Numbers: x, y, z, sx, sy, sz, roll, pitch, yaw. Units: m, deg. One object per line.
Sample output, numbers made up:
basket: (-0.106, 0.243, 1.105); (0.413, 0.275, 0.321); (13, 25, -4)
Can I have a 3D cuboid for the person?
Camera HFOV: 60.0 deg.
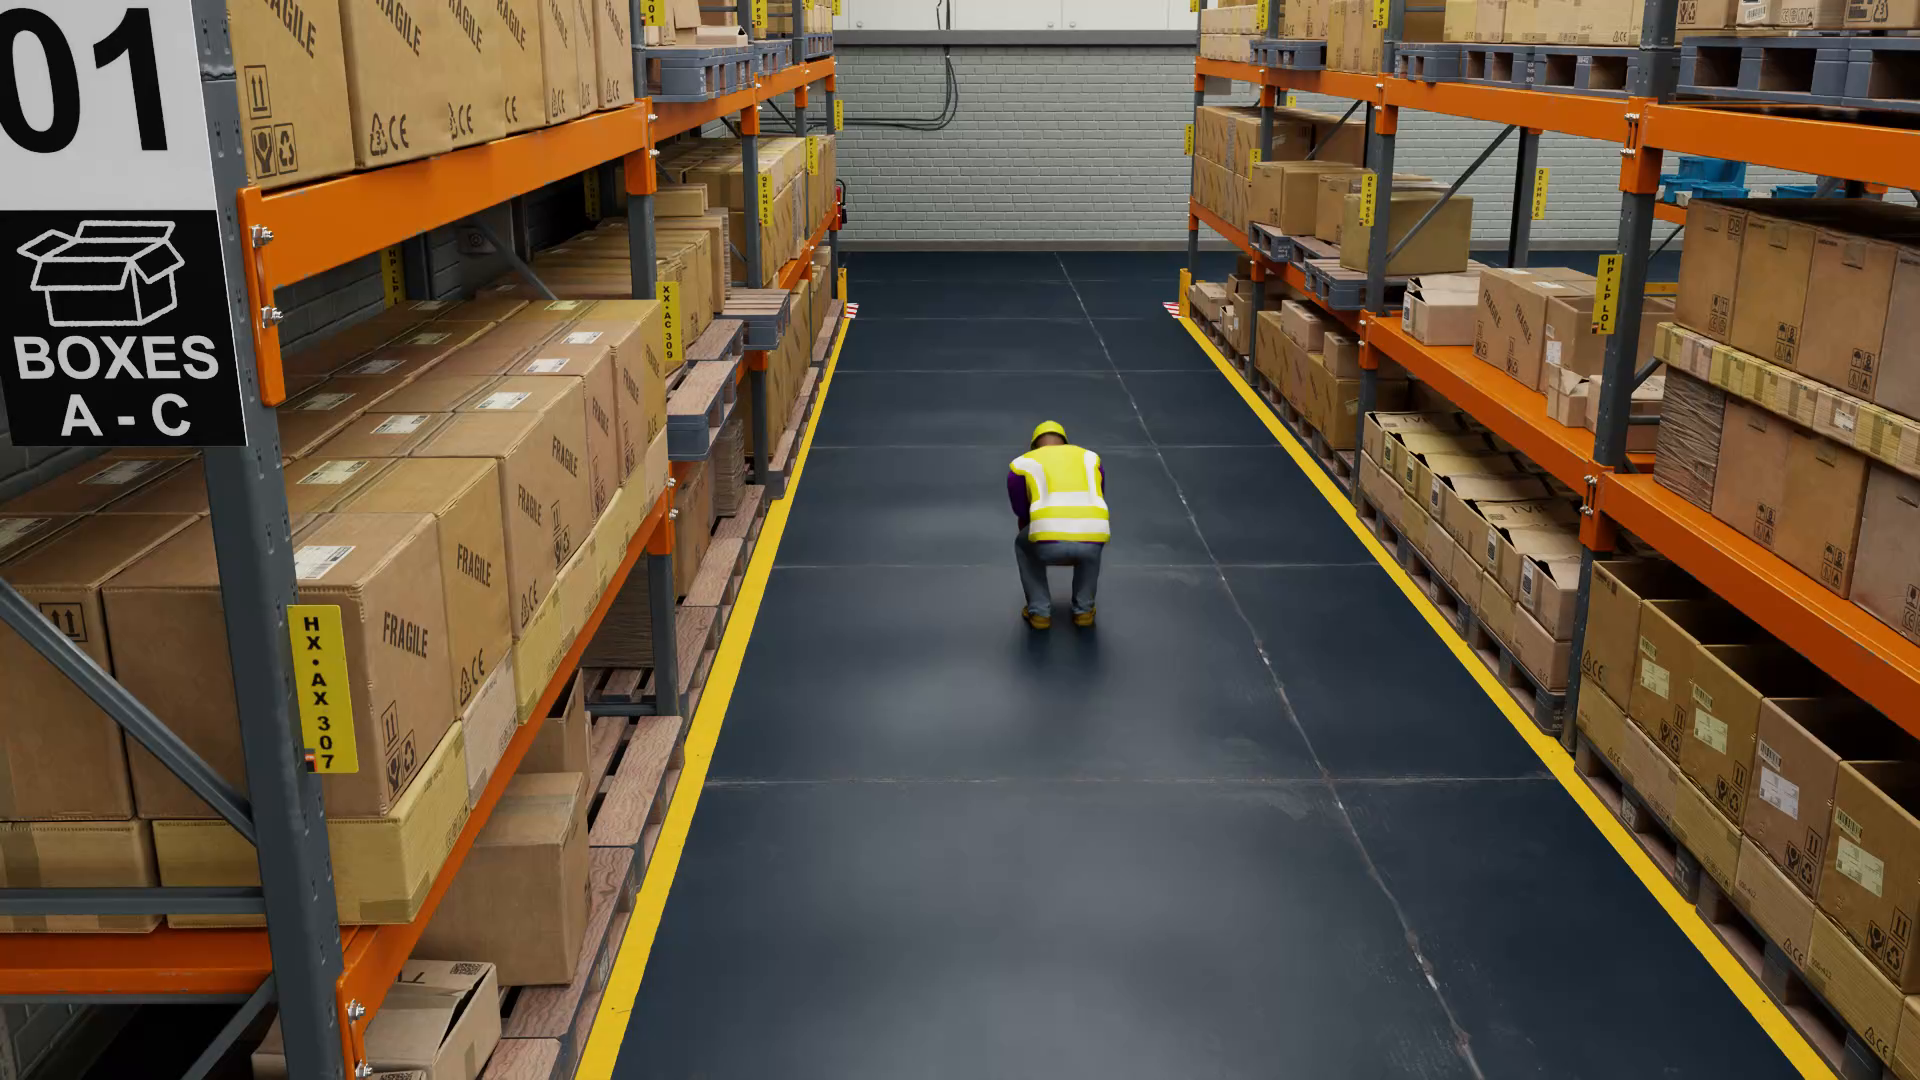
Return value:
person: (0.530, -0.078, 9.060); (0.536, 1.011, 0.904); (-1, 17, -2)
